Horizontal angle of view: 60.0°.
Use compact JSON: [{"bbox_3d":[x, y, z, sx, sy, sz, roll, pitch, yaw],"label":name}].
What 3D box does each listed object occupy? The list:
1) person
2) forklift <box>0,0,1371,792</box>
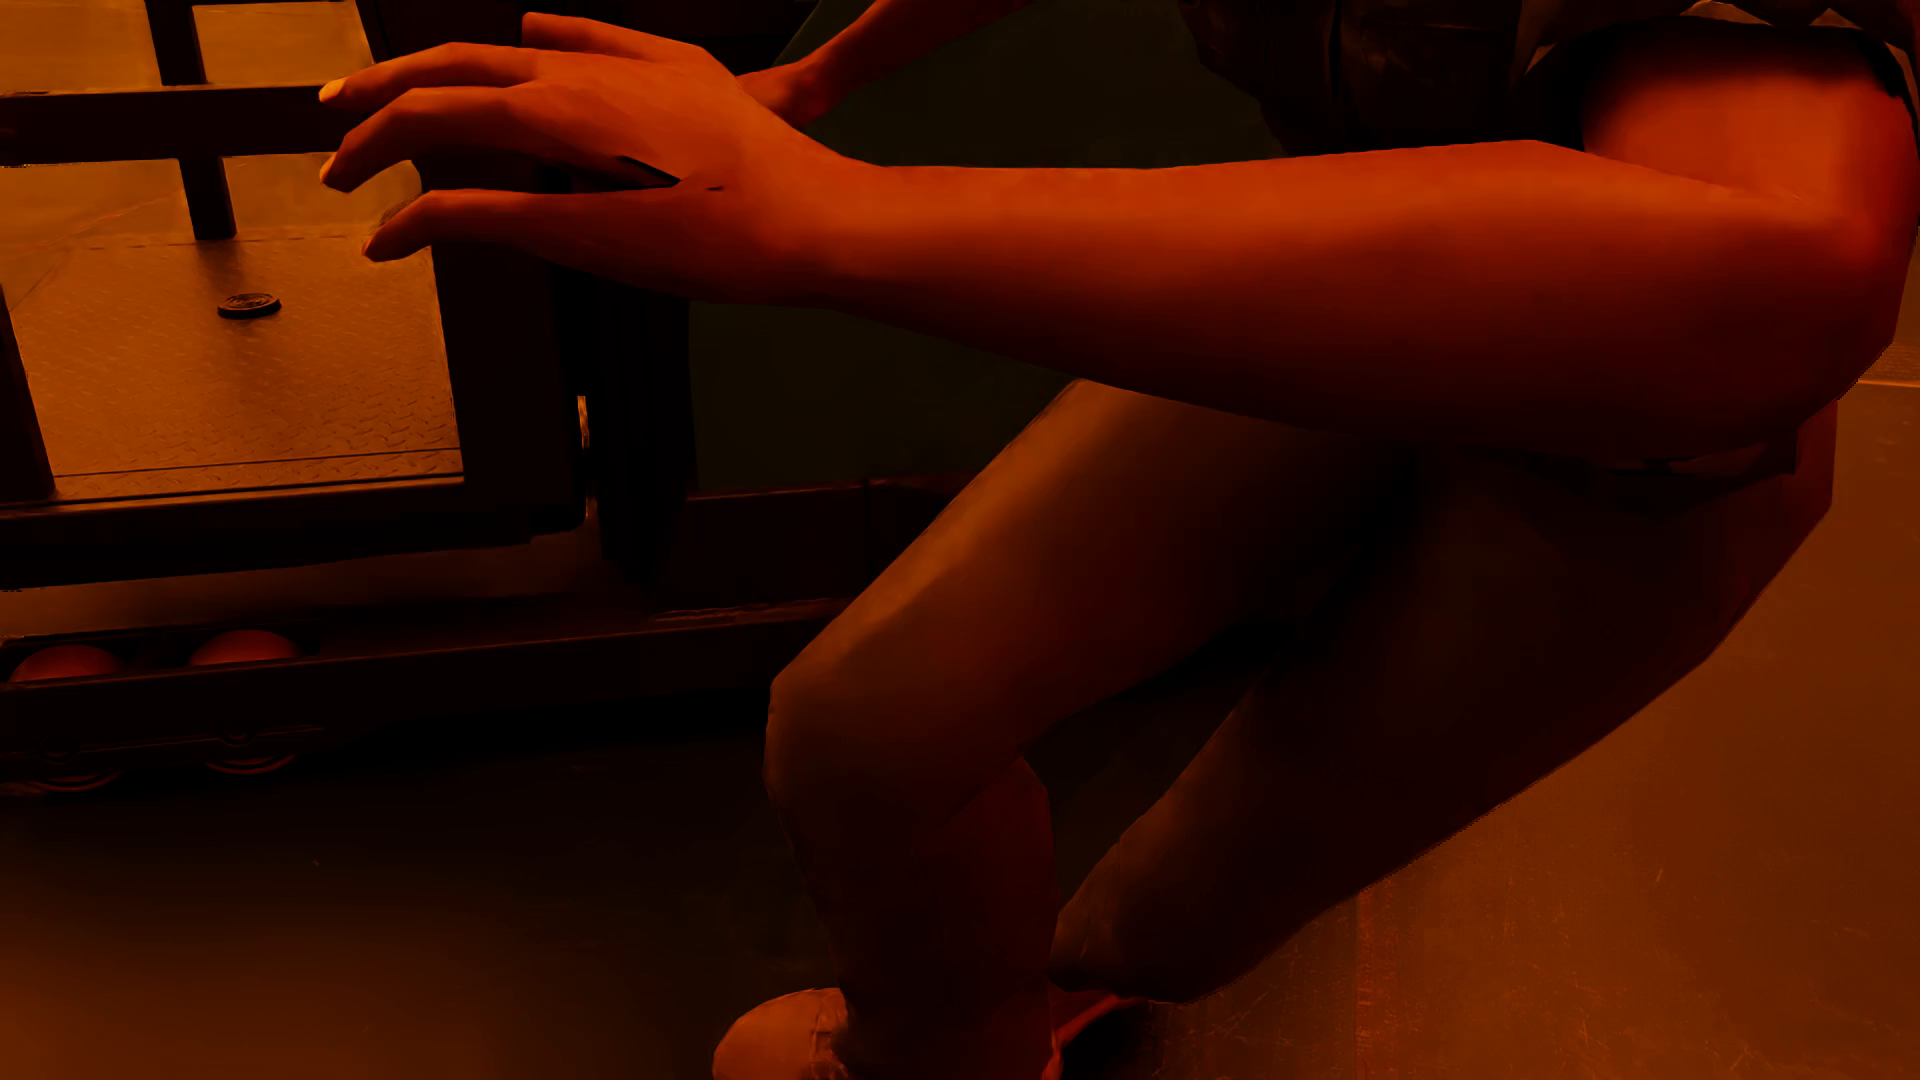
[{"bbox_3d":[0.070,-0.022,0.920,0.841,1.427,0.899,-20,33,-34],"label":"person"},{"bbox_3d":[-0.840,-1.275,1.774,3.031,2.935,1.130,-5,27,-9],"label":"forklift"}]
